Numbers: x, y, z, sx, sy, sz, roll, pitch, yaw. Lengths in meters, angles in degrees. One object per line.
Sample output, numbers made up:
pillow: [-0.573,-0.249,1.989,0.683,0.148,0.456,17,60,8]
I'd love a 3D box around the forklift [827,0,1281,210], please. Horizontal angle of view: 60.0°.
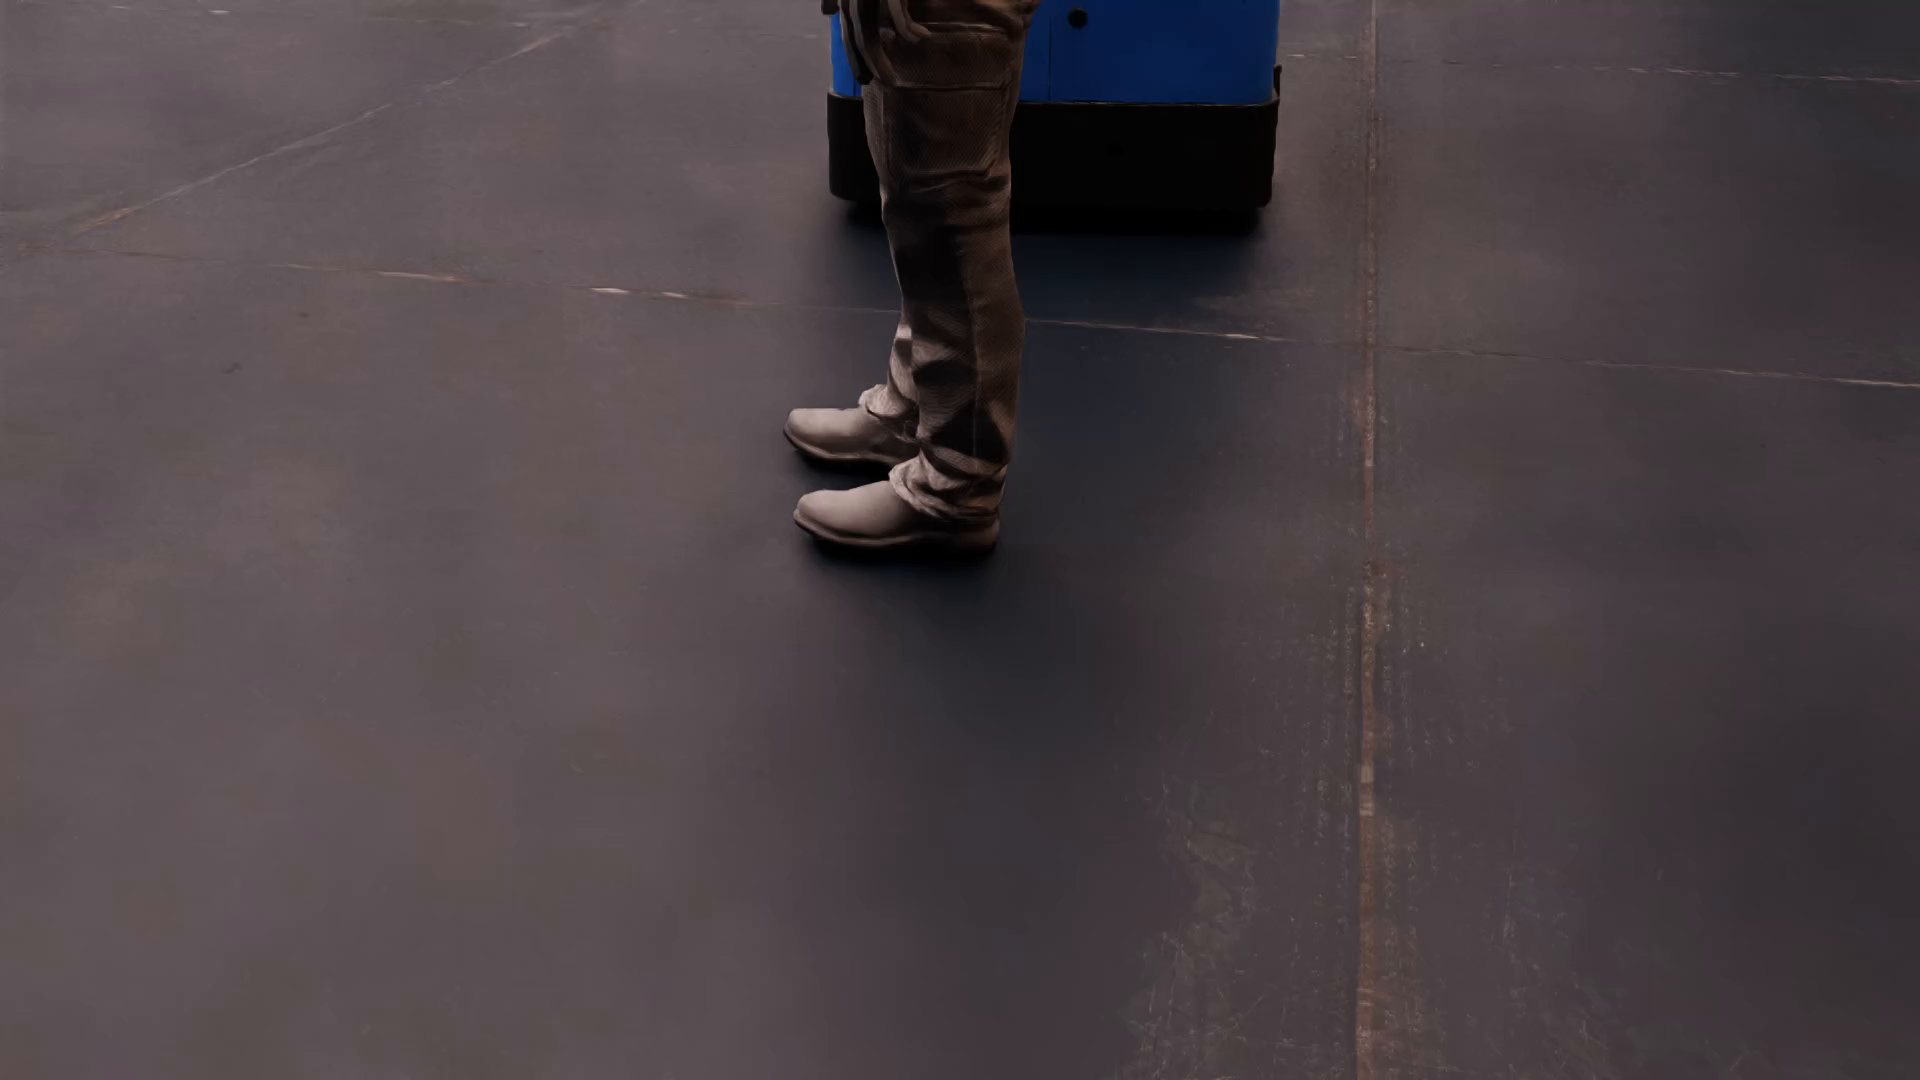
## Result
forklift: [0.333,-2.704,4.607,1.130,2.935,3.031,2,27,4]

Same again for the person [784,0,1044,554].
person: [-0.069,-0.811,2.117,0.576,1.777,0.655,6,27,11]
